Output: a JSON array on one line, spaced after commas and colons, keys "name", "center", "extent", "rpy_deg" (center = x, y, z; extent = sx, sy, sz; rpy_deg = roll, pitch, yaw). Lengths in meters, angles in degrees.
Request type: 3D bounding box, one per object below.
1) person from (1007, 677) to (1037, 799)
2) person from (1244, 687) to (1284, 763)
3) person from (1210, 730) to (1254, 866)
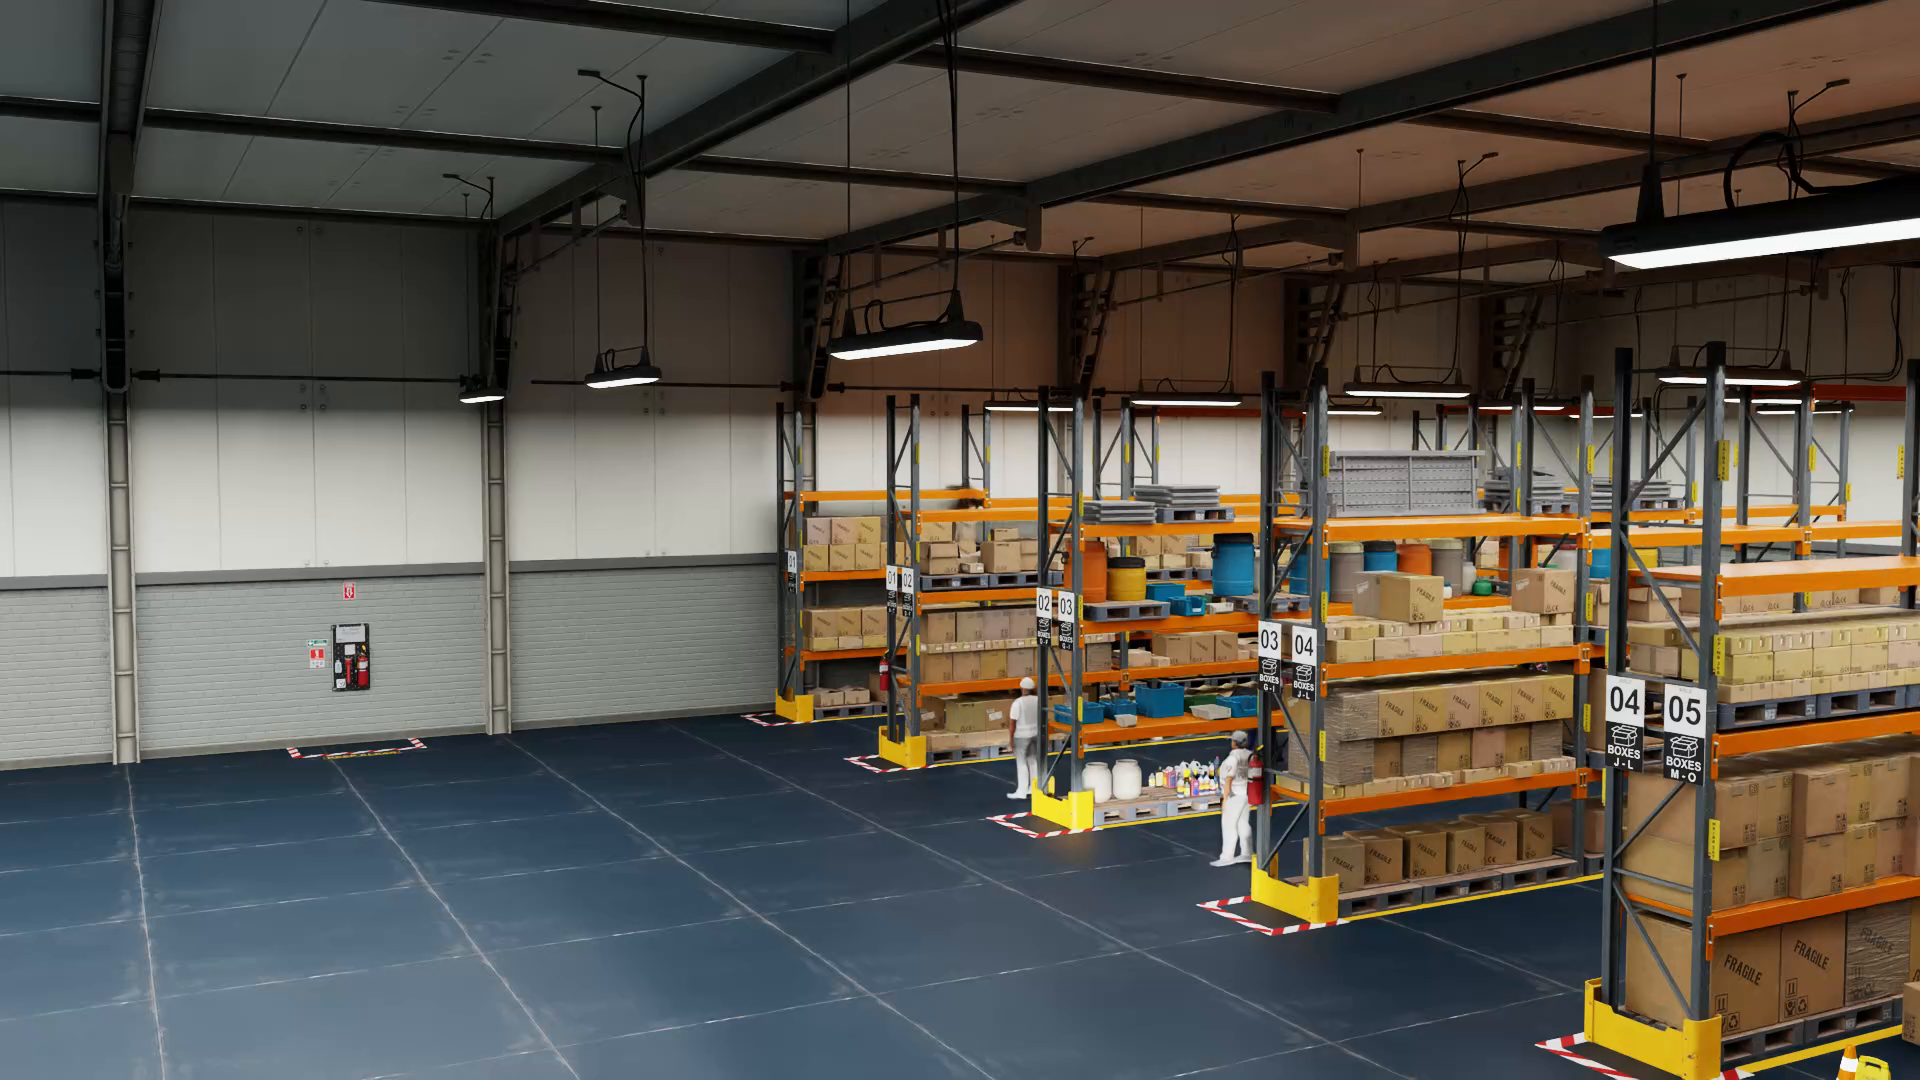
[{"name": "person", "center": [0.981, 2.891, 24.435], "extent": [0.421, 1.771, 0.656], "rpy_deg": [3, 4, 39]}, {"name": "person", "center": [4.816, 2.835, 26.920], "extent": [0.880, 1.604, 0.499], "rpy_deg": [0, 3, 1]}, {"name": "person", "center": [3.370, 3.184, 20.544], "extent": [0.503, 1.683, 0.493], "rpy_deg": [1, 4, 24]}]
